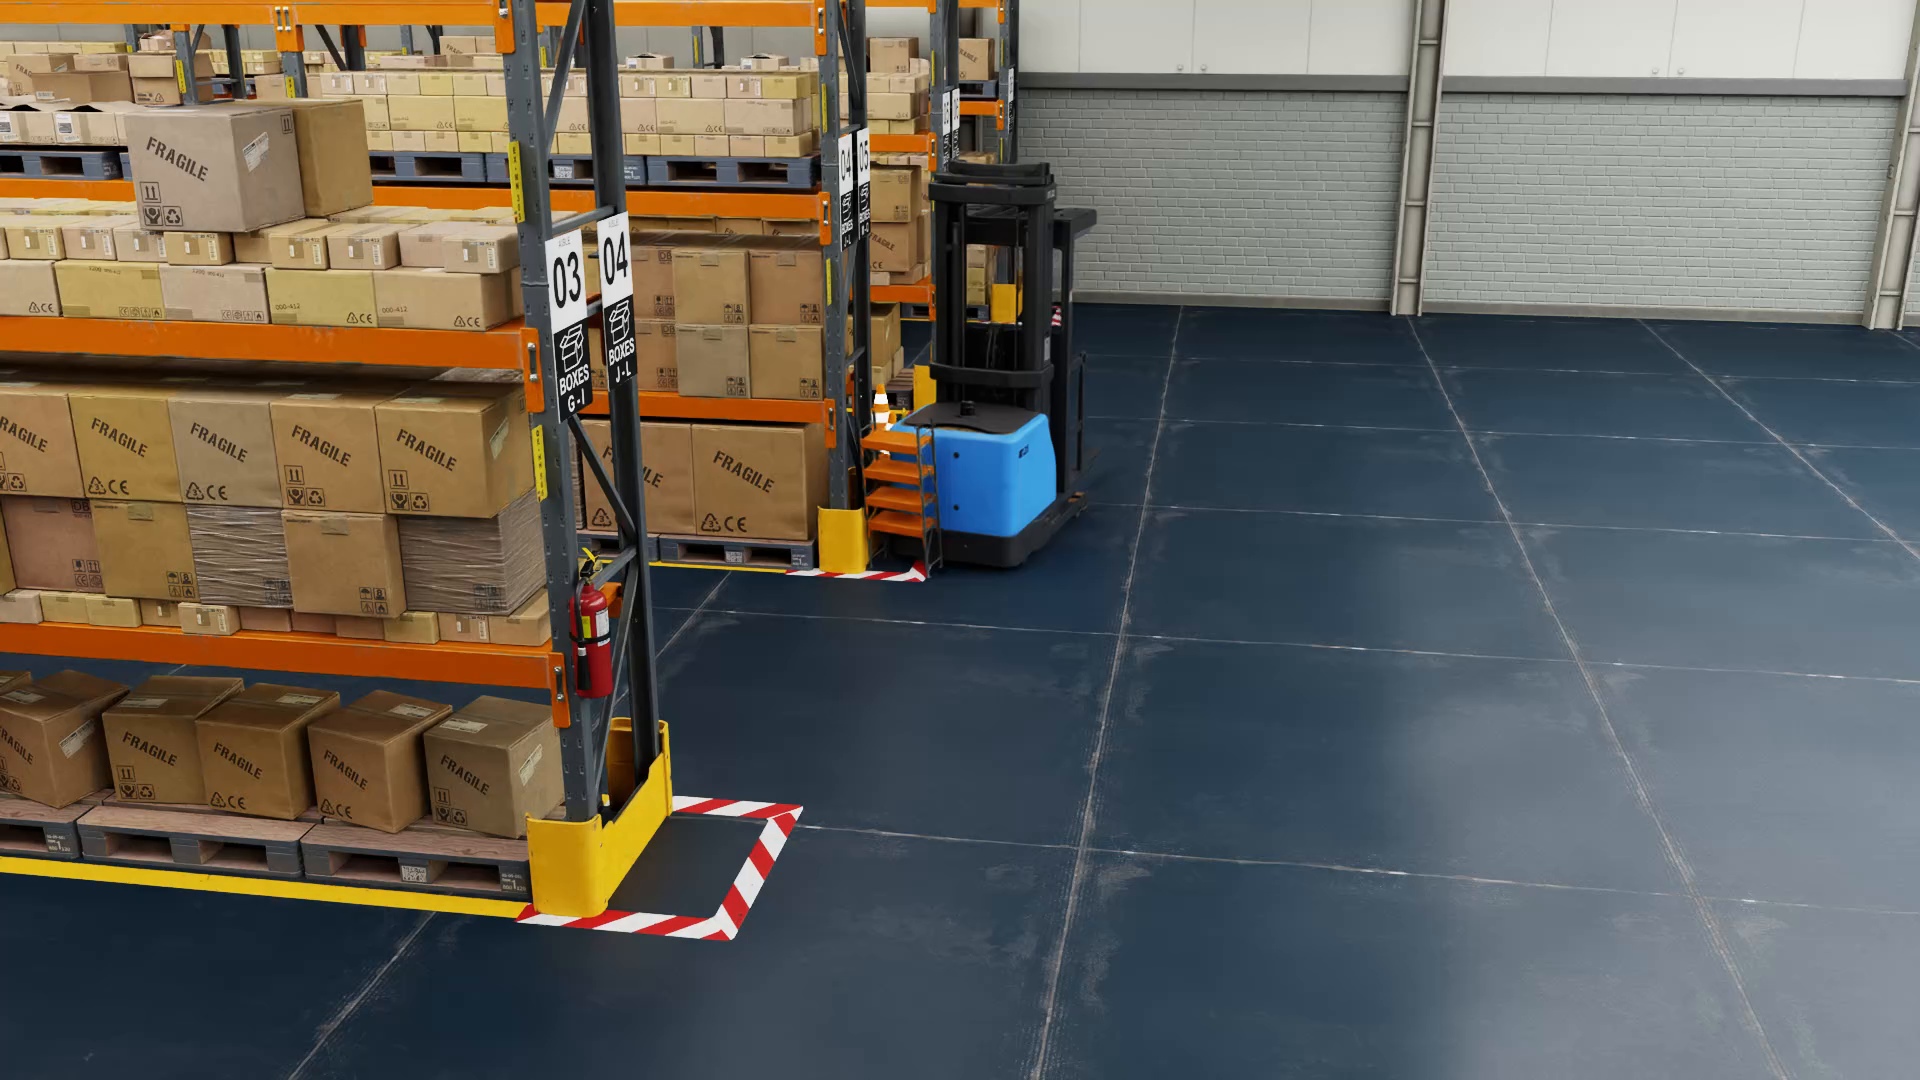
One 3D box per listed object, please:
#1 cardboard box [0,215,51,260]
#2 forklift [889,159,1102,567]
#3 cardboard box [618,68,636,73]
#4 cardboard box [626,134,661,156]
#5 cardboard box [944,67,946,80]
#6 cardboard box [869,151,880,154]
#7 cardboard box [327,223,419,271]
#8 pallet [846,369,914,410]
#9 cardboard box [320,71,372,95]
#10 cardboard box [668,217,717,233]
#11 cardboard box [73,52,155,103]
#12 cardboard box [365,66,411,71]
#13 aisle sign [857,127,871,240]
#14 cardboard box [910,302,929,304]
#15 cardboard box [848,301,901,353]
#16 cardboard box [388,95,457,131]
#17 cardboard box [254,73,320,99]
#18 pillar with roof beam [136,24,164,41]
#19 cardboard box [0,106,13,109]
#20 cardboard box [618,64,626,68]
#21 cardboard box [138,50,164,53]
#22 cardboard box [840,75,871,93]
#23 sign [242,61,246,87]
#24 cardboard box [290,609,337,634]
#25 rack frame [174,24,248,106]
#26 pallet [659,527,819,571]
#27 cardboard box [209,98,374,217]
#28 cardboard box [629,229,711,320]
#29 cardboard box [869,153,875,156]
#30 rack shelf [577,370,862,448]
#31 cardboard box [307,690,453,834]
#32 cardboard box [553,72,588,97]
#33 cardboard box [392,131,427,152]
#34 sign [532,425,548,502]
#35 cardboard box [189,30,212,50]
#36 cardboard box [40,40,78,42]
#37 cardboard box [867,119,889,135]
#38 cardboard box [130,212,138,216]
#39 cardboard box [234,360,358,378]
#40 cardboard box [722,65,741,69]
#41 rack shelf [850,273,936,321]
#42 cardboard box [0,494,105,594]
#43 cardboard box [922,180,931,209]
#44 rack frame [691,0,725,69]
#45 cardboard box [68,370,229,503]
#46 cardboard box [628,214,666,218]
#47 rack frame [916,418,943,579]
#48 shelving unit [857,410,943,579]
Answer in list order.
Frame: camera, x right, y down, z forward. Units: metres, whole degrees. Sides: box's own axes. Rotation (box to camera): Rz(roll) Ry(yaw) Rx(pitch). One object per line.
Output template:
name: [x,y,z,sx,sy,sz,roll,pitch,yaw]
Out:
cardboard box: [-4.365,-1.384,7.592,0.250,0.149,0.380,3,19,8]
forklift: [0.447,-1.614,13.508,1.130,2.935,3.031,7,20,19]
cardboard box: [-2.624,-3.477,12.561,0.250,0.149,0.380,3,19,9]
cardboard box: [-2.225,-2.867,11.994,0.250,0.149,0.380,3,19,8]
cardboard box: [-0.235,-5.963,21.247,0.250,0.149,0.380,2,19,7]
cardboard box: [-1.189,-5.133,22.269,0.250,0.149,0.380,3,19,9]
cardboard box: [-2.574,-1.293,7.320,0.250,0.149,0.380,2,19,6]
pallet: [-1.024,-1.645,17.886,1.213,0.211,1.003,3,19,9]
cardboard box: [-4.482,-3.360,12.210,0.250,0.149,0.380,3,19,9]
cardboard box: [-2.718,-3.144,17.347,0.500,0.500,0.500,3,19,8]
cardboard box: [-9.059,-4.973,17.893,0.500,0.500,0.700,2,19,6]
cardboard box: [-4.375,-3.566,12.827,0.250,0.149,0.380,3,19,8]
aisle sign: [-0.720,-2.679,12.485,0.004,0.787,0.394,3,19,9]
cardboard box: [-0.372,-3.315,22.153,0.500,0.250,0.500,3,19,9]
cardboard box: [-0.928,-2.290,17.911,0.500,0.500,0.500,2,19,7]
cardboard box: [-3.850,-3.159,12.237,0.500,0.250,0.500,3,19,8]
cardboard box: [-7.117,-4.733,17.837,0.500,0.500,0.700,3,19,9]
pillar with roof beam: [-12.444,-6.884,19.696,0.400,9.000,9.100,3,19,9]
cardboard box: [-7.562,-3.226,12.905,0.500,0.250,0.500,3,19,10]
cardboard box: [-4.452,-6.178,21.889,0.250,0.149,0.380,3,19,9]
cardboard box: [-10.991,-6.609,22.709,0.250,0.149,0.380,3,19,10]
cardboard box: [-1.036,-4.550,16.585,0.250,0.149,0.380,3,19,8]
sign: [-7.963,-5.152,18.430,0.005,0.325,0.100,3,19,9]
cardboard box: [-3.025,0.311,8.044,0.250,0.149,0.380,3,19,9]
rack frame: [-8.051,-6.159,17.528,0.127,3.000,1.000,3,19,9]
pallet: [-1.639,-0.049,13.117,1.213,0.211,1.003,3,19,9]
cardboard box: [-3.147,-1.814,7.856,0.500,0.500,0.500,3,19,8]
cardboard box: [-2.287,-2.039,12.732,0.550,0.550,0.875,3,19,9]
cardboard box: [-1.271,-4.990,21.841,0.250,0.149,0.380,3,19,9]
rack shelf: [-2.812,-1.115,13.042,4.000,0.370,1.077,3,19,9]
cardboard box: [-2.934,1.124,8.496,0.500,0.500,0.500,8,20,23]
cardboard box: [-2.730,-3.271,11.944,0.250,0.149,0.380,3,19,9]
cardboard box: [-3.979,-2.956,12.261,0.250,0.149,0.380,3,19,9]
sign: [-1.832,-0.333,7.248,0.005,0.325,0.100,3,19,9]
cardboard box: [-10.637,-6.961,23.108,0.258,0.266,0.396,3,19,9]
cardboard box: [-12.676,-6.961,23.632,0.500,0.250,0.500,3,19,8]
cardboard box: [-0.800,-4.147,16.639,0.250,0.149,0.380,3,19,9]
cardboard box: [-3.753,-1.517,7.989,0.250,0.149,0.380,2,19,7]
cardboard box: [-3.210,-0.634,8.270,0.500,0.500,0.500,3,19,9]
cardboard box: [-2.923,-6.100,21.656,0.250,0.149,0.380,3,19,10]
rack shelf: [-2.127,-2.671,17.692,4.000,0.370,1.077,3,19,9]
cardboard box: [-4.241,-0.125,8.322,0.500,0.500,0.875,3,19,9]
cardboard box: [-0.407,-4.486,21.824,0.500,0.500,0.500,4,19,10]
rack frame: [-3.318,-7.513,21.575,0.127,3.000,1.000,3,19,9]
cardboard box: [-3.787,-0.497,7.858,0.500,0.500,0.500,3,19,9]
cardboard box: [-3.201,-3.653,17.290,0.500,0.500,0.700,3,19,9]
rack frame: [-0.221,-0.300,12.265,0.015,1.200,0.240,9,28,26]
shelving unit: [-0.438,-0.335,12.371,0.503,1.200,0.258,9,28,26]
